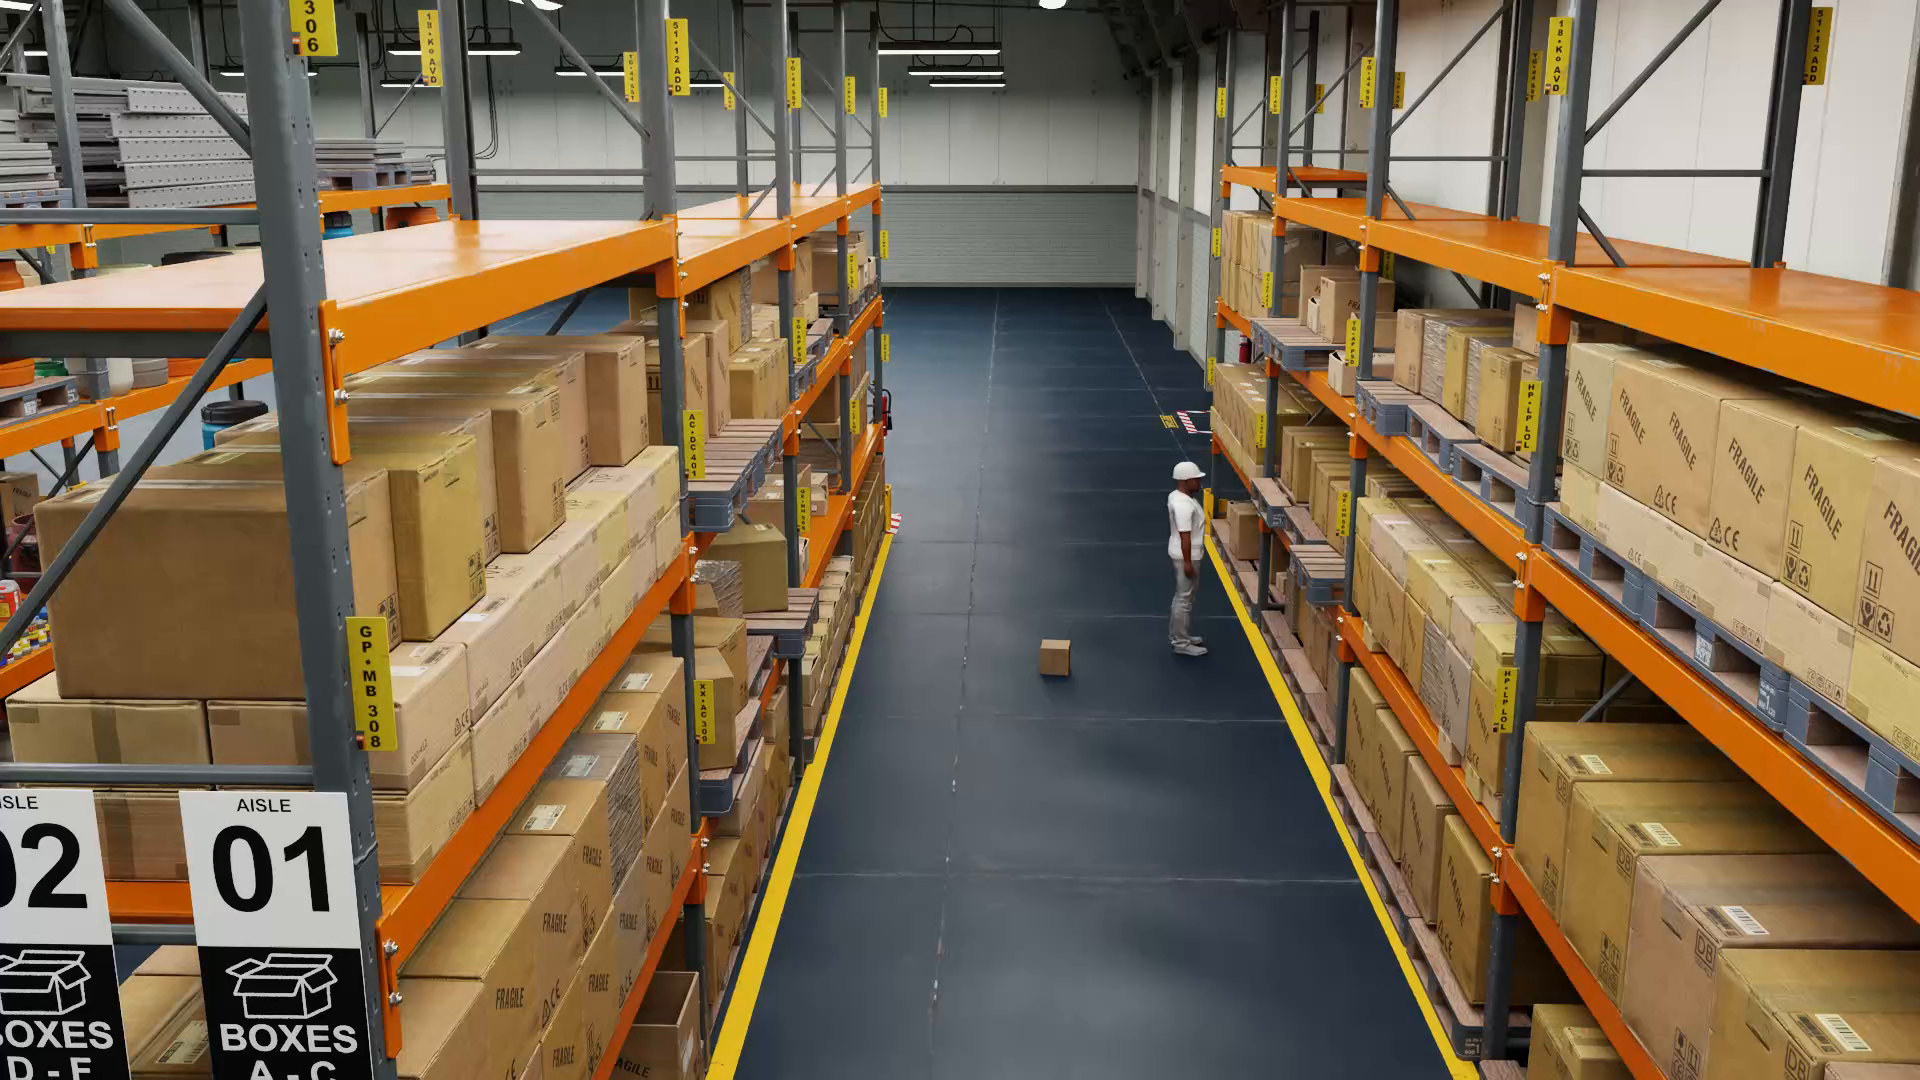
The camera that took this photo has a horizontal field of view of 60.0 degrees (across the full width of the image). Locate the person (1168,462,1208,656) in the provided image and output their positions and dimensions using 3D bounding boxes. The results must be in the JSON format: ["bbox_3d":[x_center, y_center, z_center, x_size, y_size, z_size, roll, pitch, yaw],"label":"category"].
[{"bbox_3d":[2.097,0.153,15.318,0.377,1.771,0.569,0,14,1],"label":"person"}]
